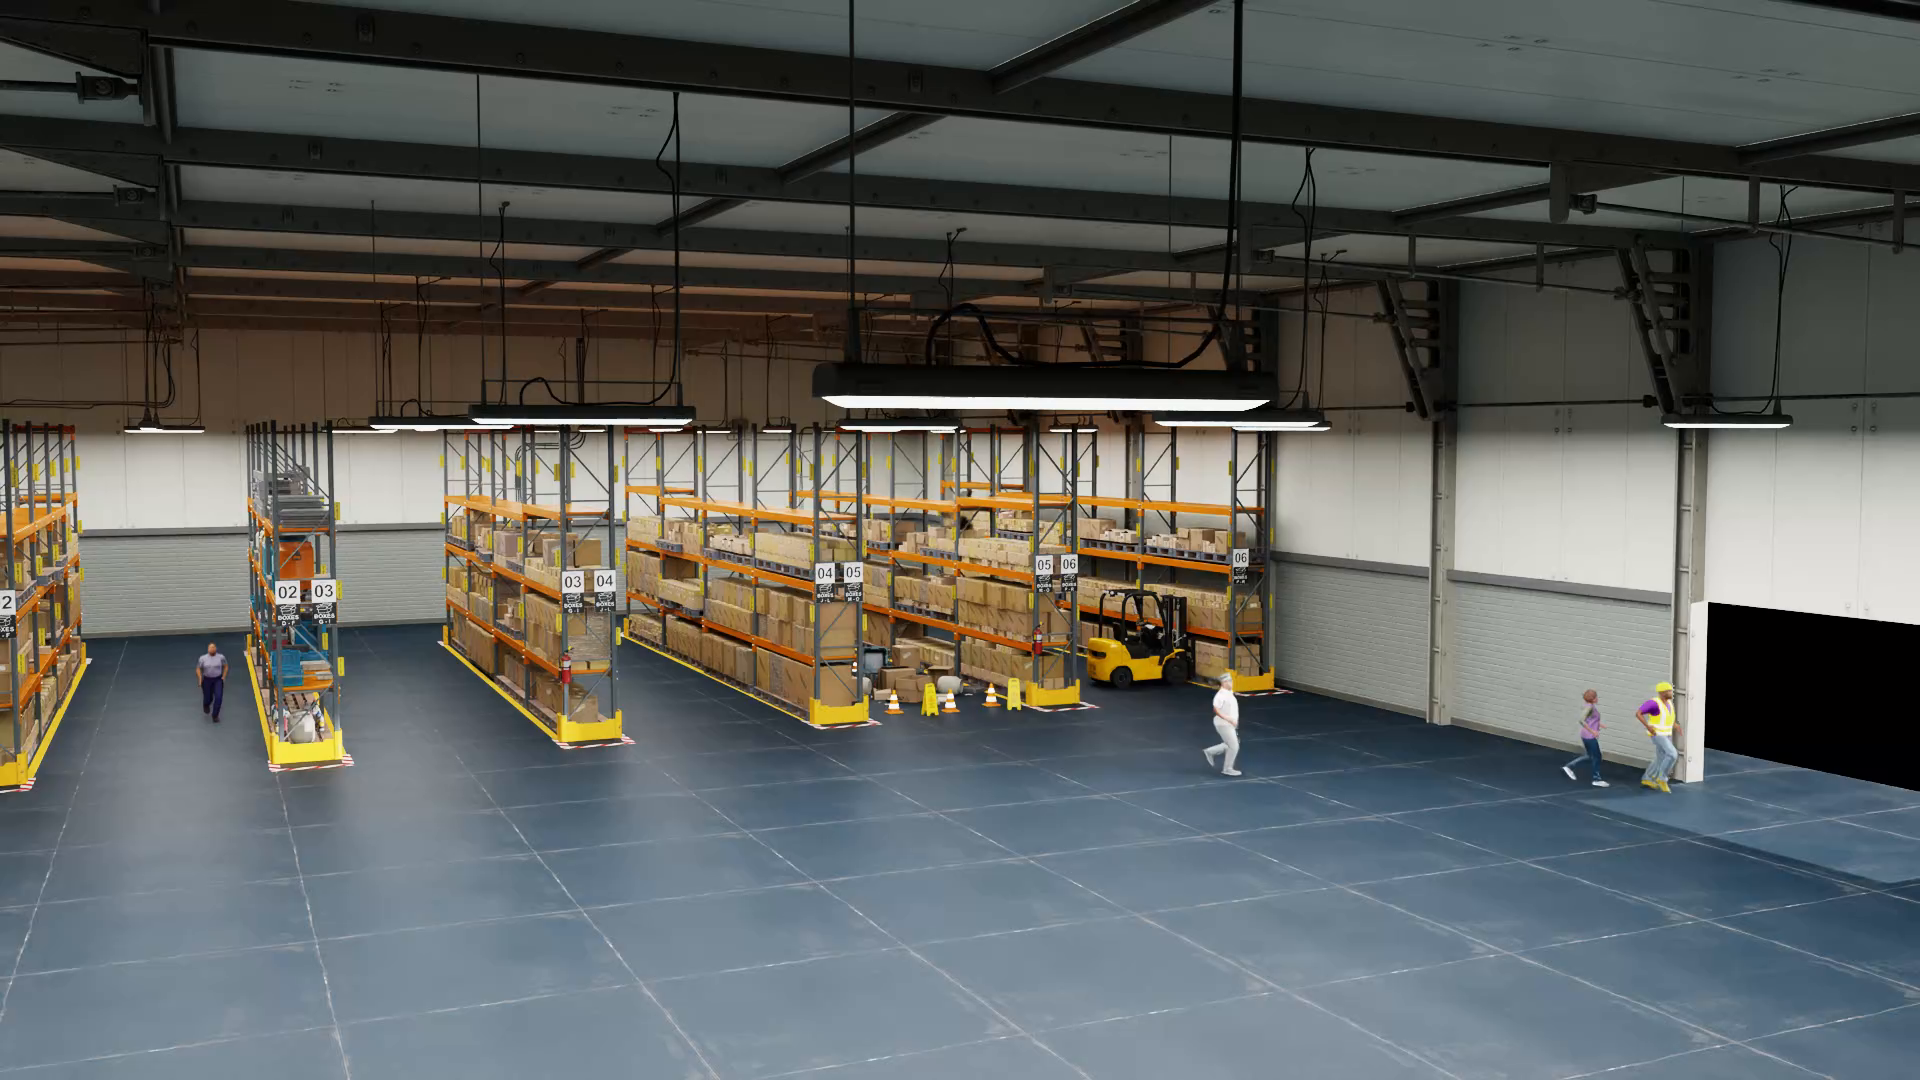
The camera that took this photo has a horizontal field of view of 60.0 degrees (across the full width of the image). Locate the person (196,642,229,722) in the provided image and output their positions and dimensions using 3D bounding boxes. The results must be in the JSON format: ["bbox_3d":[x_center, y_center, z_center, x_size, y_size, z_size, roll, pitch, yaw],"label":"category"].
[{"bbox_3d":[-15.034,2.847,33.458,0.595,1.604,0.586,-2,4,-29],"label":"person"}]

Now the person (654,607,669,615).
[{"bbox_3d":[-8.801,1.835,49.156,0.565,1.630,0.650,2,4,31],"label":"person"}]

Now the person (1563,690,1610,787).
[{"bbox_3d":[10.263,3.236,27.193,0.723,1.570,0.558,1,4,19],"label":"person"}]

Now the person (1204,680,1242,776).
[{"bbox_3d":[4.436,3.120,28.101,0.677,1.682,0.686,1,4,21],"label":"person"}]

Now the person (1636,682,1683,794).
[{"bbox_3d":[11.328,3.177,26.834,0.713,1.774,0.679,-3,5,-38],"label":"person"}]
